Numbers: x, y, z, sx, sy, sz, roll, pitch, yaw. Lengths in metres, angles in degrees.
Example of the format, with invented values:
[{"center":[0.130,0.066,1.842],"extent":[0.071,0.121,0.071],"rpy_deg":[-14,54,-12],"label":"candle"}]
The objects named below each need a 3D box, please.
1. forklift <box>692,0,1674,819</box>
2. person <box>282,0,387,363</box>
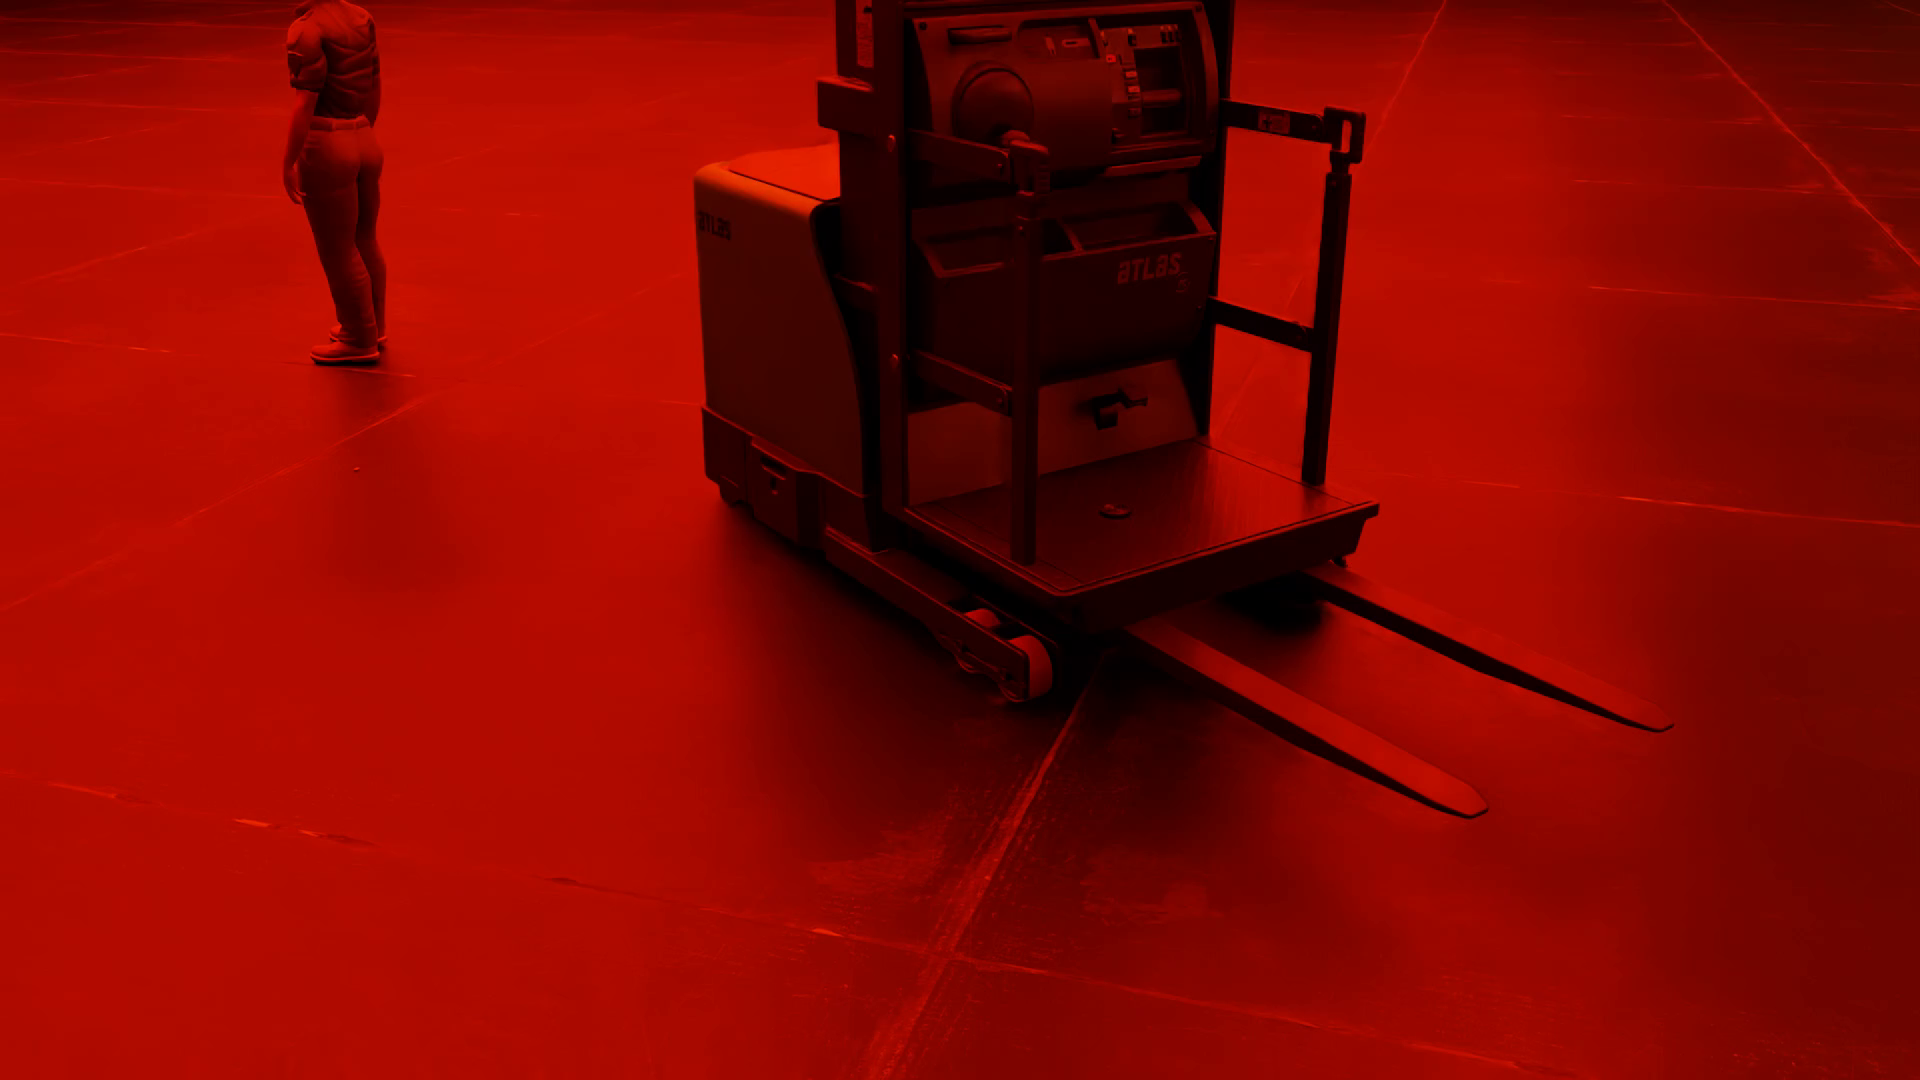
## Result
[{"center":[0.410,-1.158,4.085],"extent":[1.130,2.935,3.031],"rpy_deg":[-15,27,-32],"label":"forklift"},{"center":[-2.546,-1.528,6.634],"extent":[0.503,1.656,0.569],"rpy_deg":[6,23,15],"label":"person"}]
